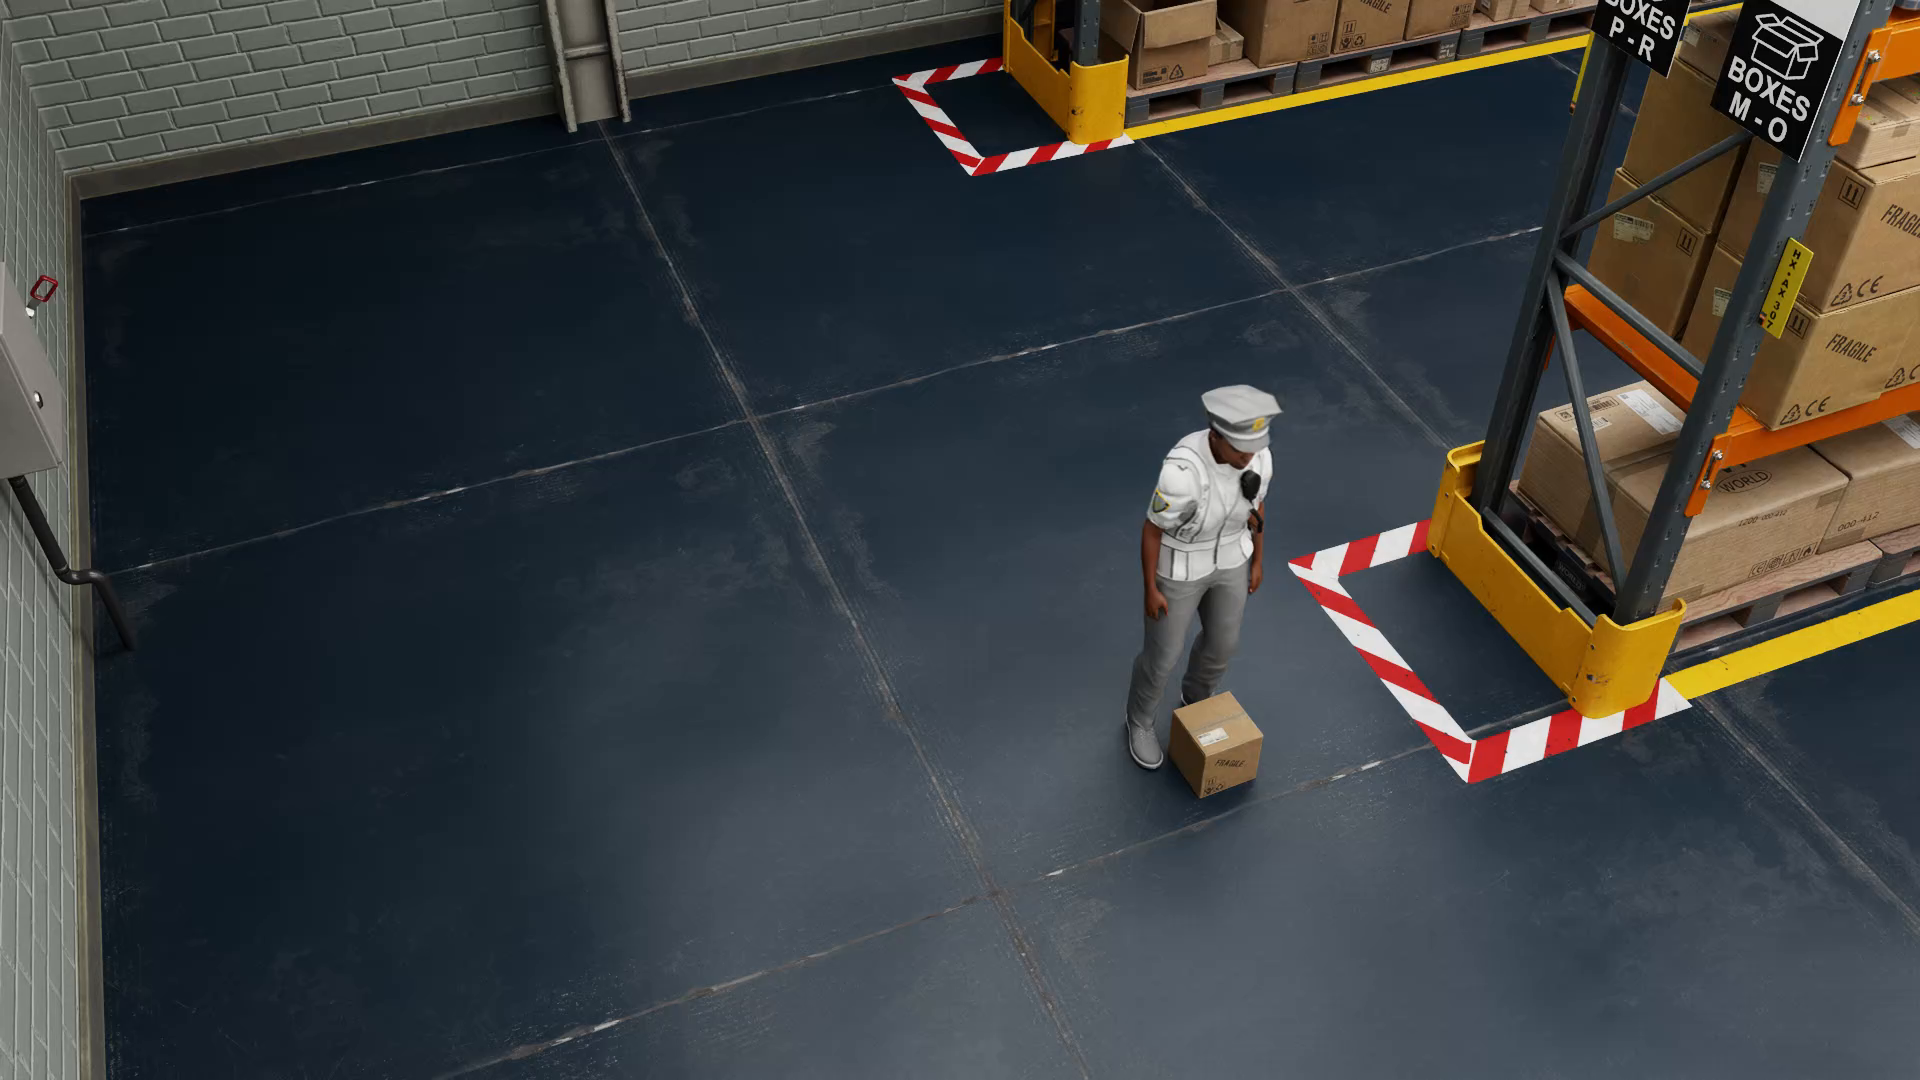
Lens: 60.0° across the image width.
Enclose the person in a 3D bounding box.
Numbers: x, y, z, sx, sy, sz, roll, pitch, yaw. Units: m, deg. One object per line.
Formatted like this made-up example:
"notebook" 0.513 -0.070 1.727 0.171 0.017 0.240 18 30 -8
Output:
"person" 0.872 0.117 6.030 0.508 1.659 0.396 -16 44 -17
